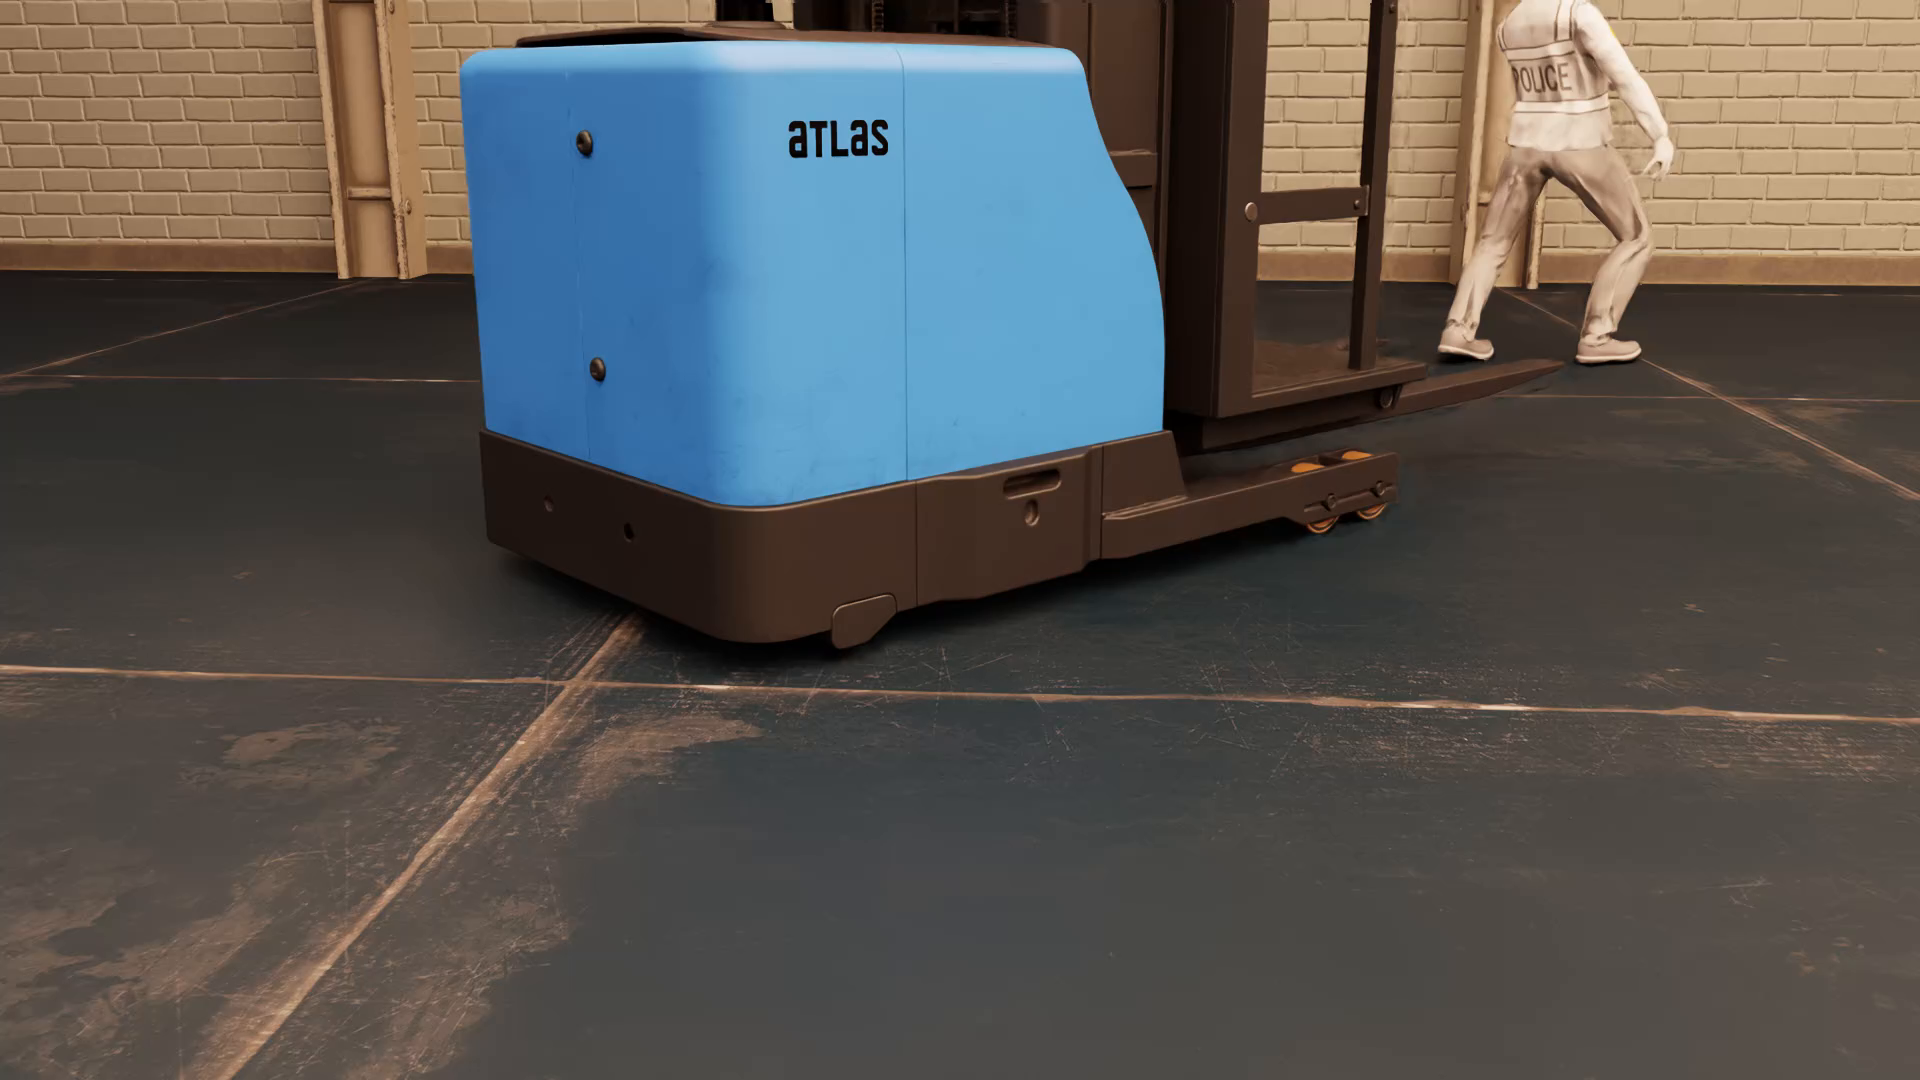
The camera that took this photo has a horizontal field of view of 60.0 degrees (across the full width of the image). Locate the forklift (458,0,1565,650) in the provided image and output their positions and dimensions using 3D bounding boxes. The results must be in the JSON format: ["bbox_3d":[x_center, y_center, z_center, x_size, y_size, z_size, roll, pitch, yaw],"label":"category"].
[{"bbox_3d":[0.421,-1.520,3.818,3.031,2.935,1.130,-13,20,-40],"label":"forklift"}]

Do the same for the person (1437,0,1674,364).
[{"bbox_3d":[2.292,-1.439,6.119,0.822,1.558,0.692,-15,21,-43],"label":"person"}]
